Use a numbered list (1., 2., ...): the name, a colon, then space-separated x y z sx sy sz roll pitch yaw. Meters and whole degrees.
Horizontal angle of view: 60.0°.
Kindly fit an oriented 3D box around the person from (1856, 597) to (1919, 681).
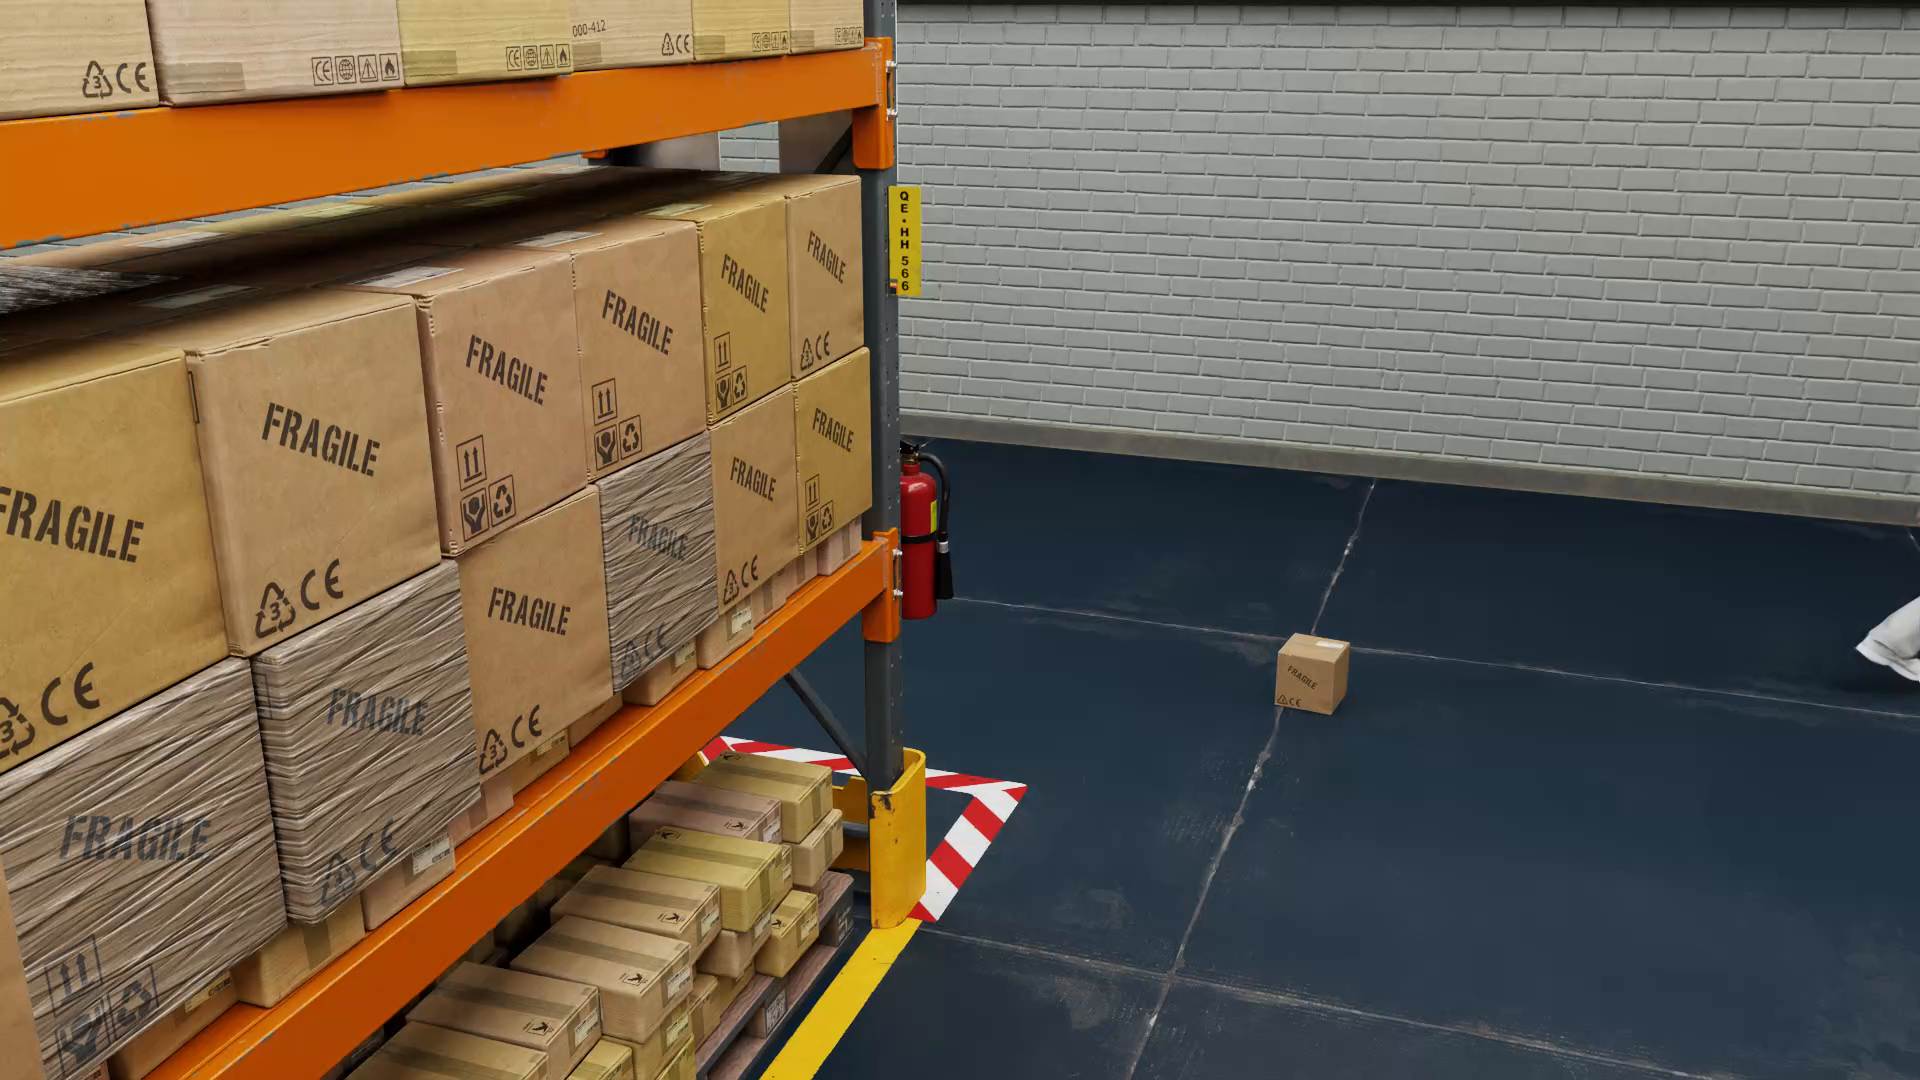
1. person: 4.501 -0.186 7.146 1.084 1.736 0.567 1 18 3
